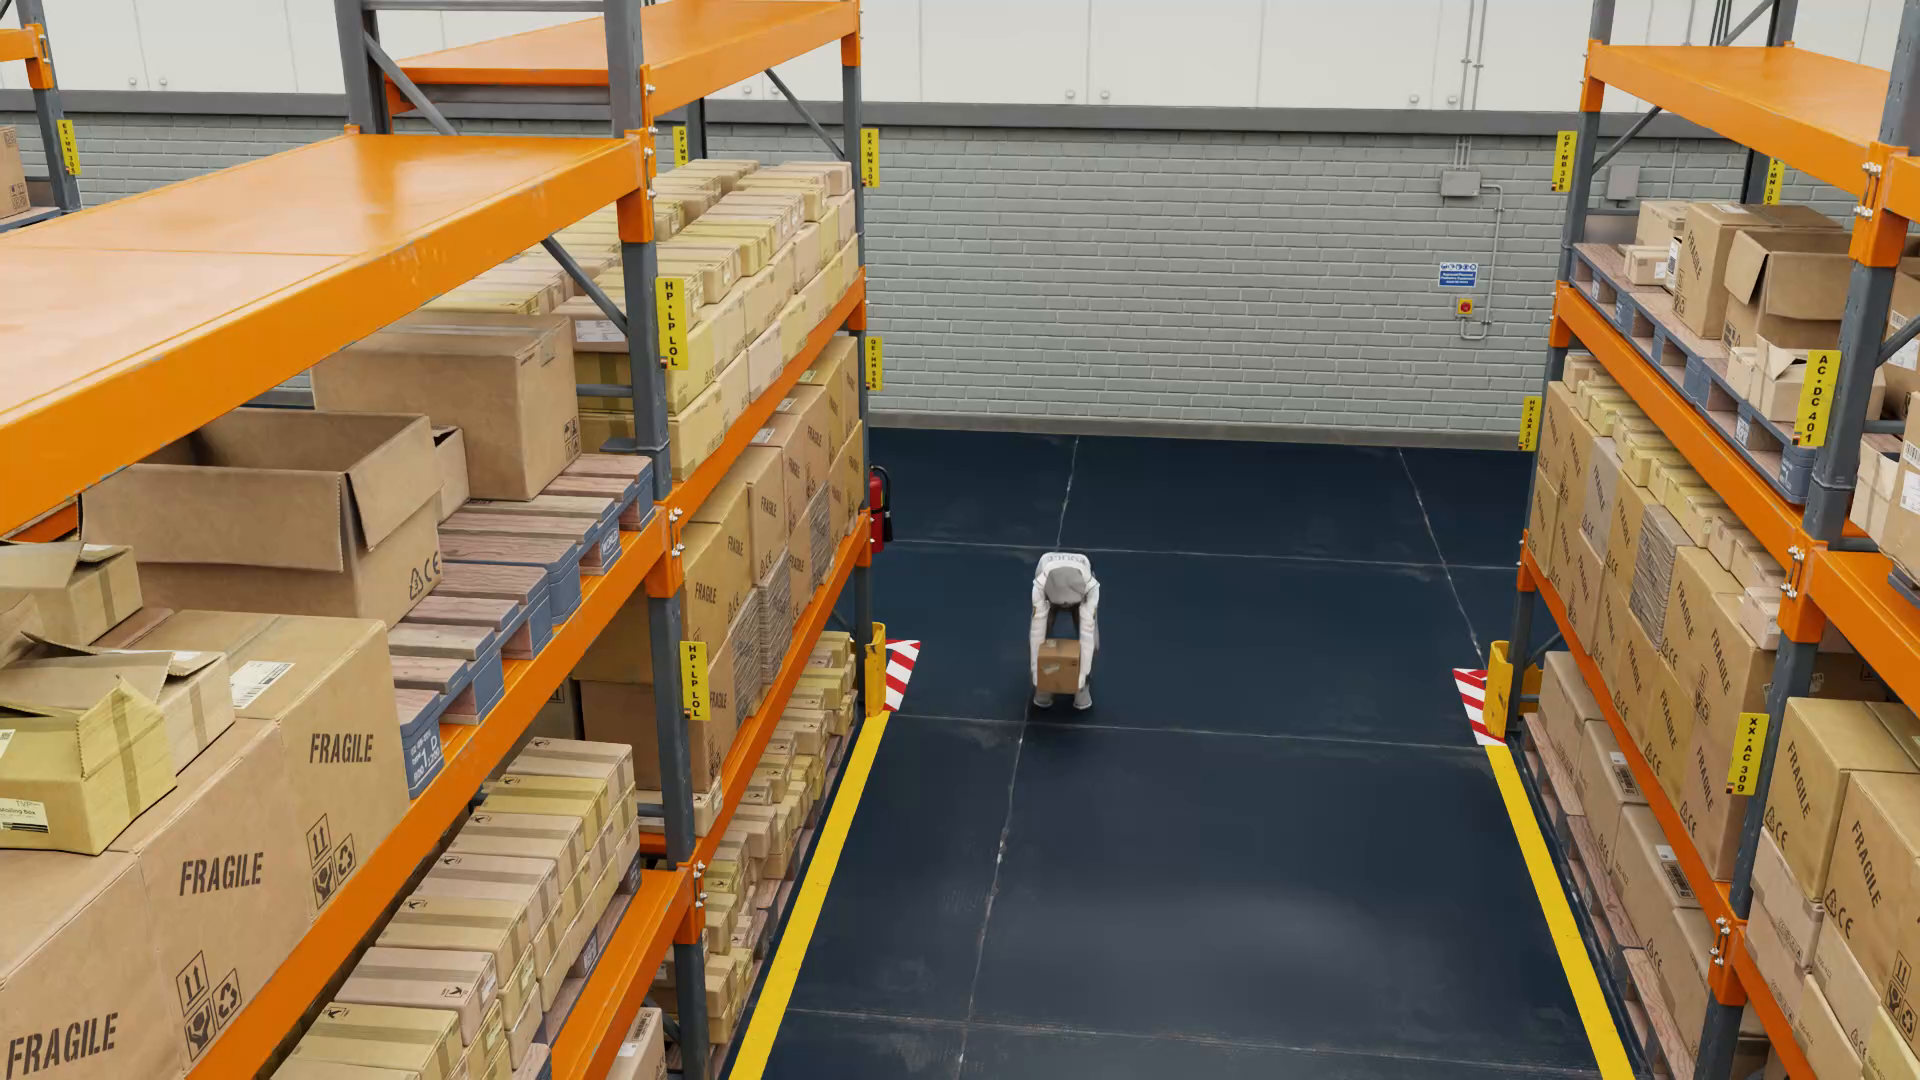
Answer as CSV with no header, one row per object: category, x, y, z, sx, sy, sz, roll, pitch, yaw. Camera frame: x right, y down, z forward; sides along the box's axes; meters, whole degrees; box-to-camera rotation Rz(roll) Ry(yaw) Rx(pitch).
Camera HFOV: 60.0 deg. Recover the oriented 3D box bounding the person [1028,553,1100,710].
person,0.647,0.579,10.345,0.445,1.127,0.917,1,21,4
